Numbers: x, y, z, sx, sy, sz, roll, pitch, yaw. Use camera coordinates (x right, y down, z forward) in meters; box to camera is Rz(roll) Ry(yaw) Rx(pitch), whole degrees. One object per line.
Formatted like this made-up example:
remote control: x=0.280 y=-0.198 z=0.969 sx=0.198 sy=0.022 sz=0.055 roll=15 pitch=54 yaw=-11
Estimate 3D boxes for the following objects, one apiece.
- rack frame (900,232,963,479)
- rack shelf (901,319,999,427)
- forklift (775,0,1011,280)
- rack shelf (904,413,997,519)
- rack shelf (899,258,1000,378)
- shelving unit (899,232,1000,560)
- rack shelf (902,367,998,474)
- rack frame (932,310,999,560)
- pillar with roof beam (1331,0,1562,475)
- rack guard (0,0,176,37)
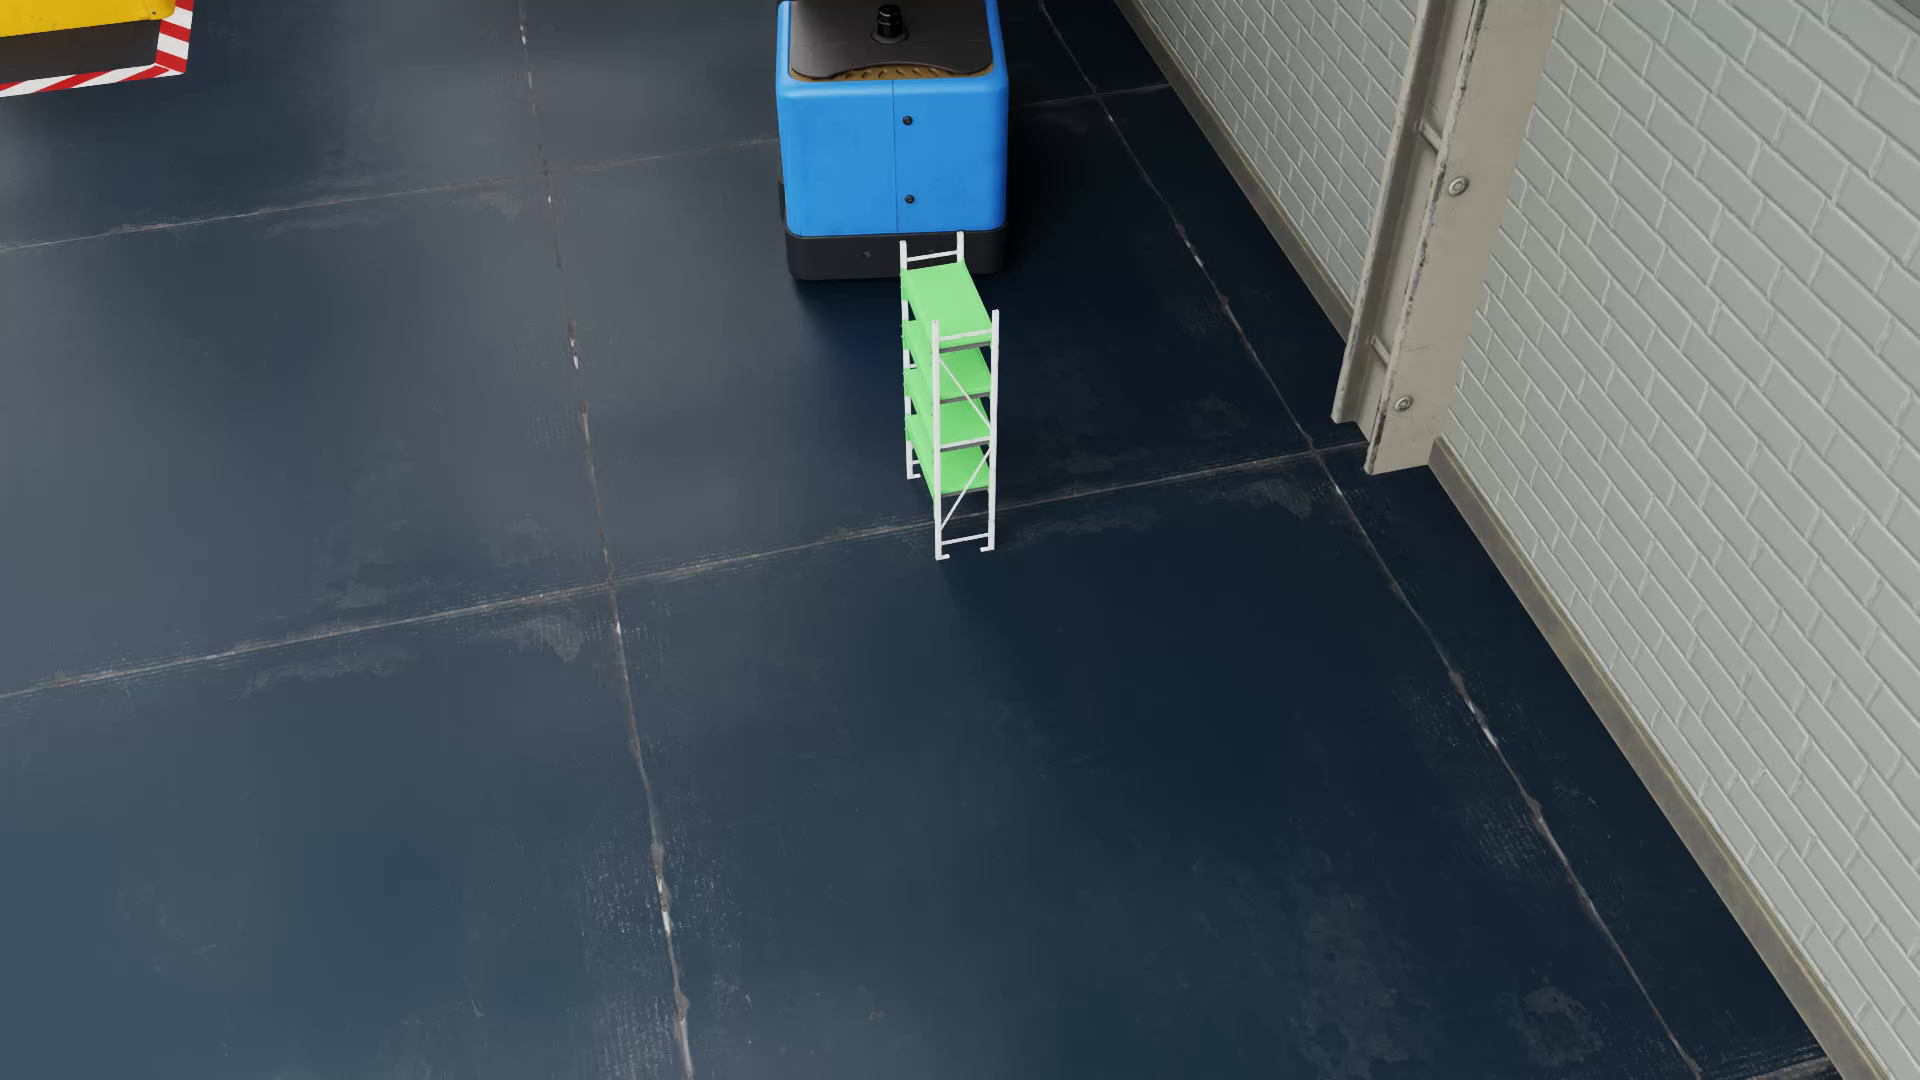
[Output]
rack frame: x=-0.105 y=-0.703 z=6.599 sx=0.240 sy=1.200 sz=0.015 roll=-11 pitch=47 yaw=-10
rack shelf: x=-0.042 y=-0.658 z=6.308 sx=0.258 sy=0.148 sz=0.480 roll=-11 pitch=47 yaw=-10
forklift: x=-0.379 y=-3.299 z=7.931 sx=1.130 sy=2.935 sz=3.031 roll=-3 pitch=46 yaw=-2
rack shelf: x=-0.042 y=-0.322 z=6.651 sx=0.258 sy=0.148 sz=0.480 roll=-11 pitch=47 yaw=-10
rack shelf: x=-0.042 y=-0.825 z=6.136 sx=0.258 sy=0.148 sz=0.480 roll=-11 pitch=47 yaw=-10
shelving unit: x=-0.042 y=-0.534 z=6.433 sx=0.258 sy=1.200 sz=0.503 roll=-11 pitch=47 yaw=-10
rack shelf: x=-0.042 y=-0.490 z=6.479 sx=0.258 sy=0.148 sz=0.480 roll=-11 pitch=47 yaw=-10
rack frame: x=0.020 y=-0.366 z=6.268 sx=0.240 sy=1.200 sz=0.015 roll=-11 pitch=47 yaw=-10
pillar with roof beam: x=-2.339 y=-2.801 z=3.194 sx=9.100 sy=9.000 sz=0.400 roll=-11 pitch=47 yaw=-10
rack guard: x=-5.224 y=-3.252 z=9.587 sx=1.175 sy=0.500 sz=0.348 roll=-11 pitch=47 yaw=-10
